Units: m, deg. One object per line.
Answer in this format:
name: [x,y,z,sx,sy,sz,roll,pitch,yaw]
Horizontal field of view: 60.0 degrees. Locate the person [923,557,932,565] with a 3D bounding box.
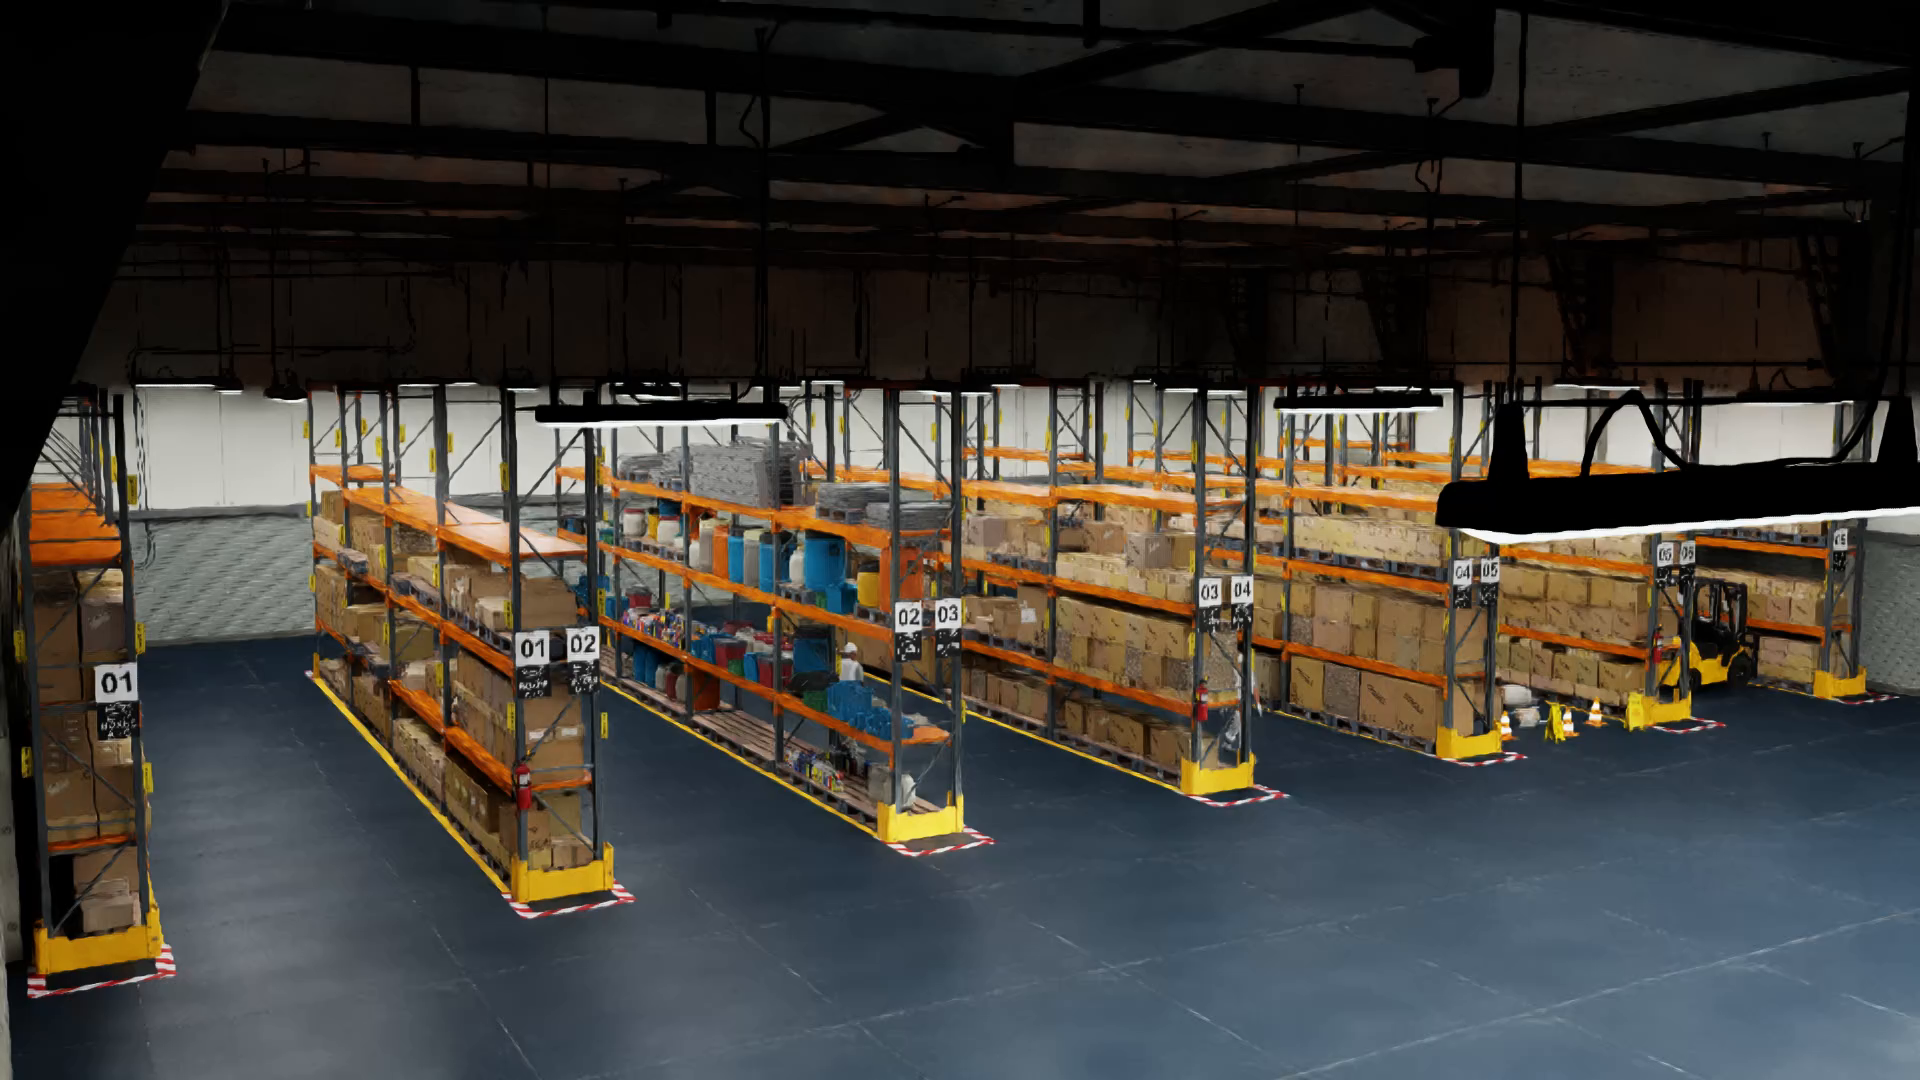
person: [-1.060,0.732,44.713,0.585,1.697,0.978,-1,6,-8]

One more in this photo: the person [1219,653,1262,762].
person: [4.519,2.648,26.539,0.567,1.736,1.044,-3,7,-30]

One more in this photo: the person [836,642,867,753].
person: [-1.771,2.544,27.112,0.629,1.776,0.480,5,8,37]
